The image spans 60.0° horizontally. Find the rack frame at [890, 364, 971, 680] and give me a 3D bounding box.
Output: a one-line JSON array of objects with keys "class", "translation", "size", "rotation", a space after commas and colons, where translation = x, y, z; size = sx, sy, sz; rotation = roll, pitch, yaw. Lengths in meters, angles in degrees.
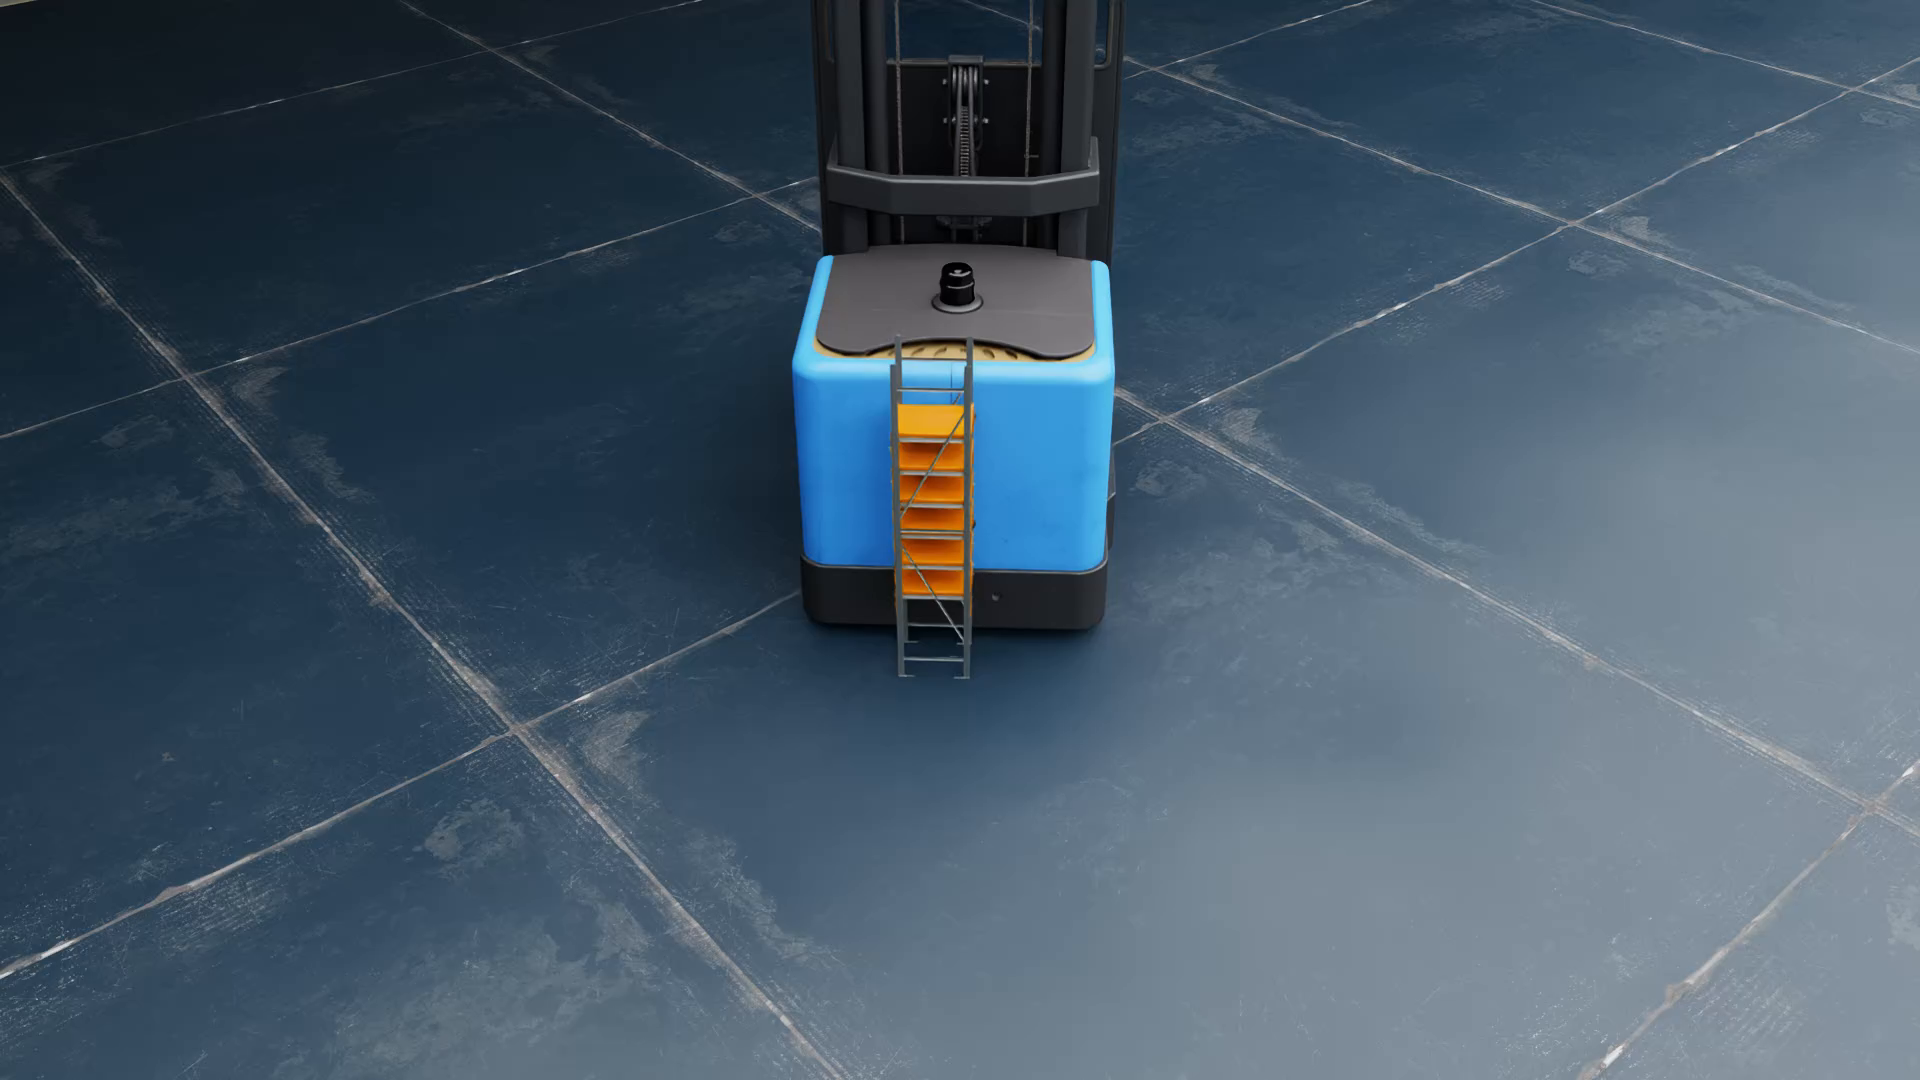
[{"class": "rack frame", "translation": [-0.087, -0.025, 5.247], "size": [0.240, 1.200, 0.006], "rotation": [1, 35, 2]}]

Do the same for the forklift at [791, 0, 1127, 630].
[{"class": "forklift", "translation": [0.040, -1.714, 6.134], "size": [1.130, 2.935, 3.031], "rotation": [1, 35, 2]}]

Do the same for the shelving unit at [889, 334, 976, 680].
[{"class": "shelving unit", "translation": [-0.083, -0.078, 5.322], "size": [0.258, 1.200, 0.189], "rotation": [1, 35, 2]}]

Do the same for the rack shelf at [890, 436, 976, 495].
[{"class": "rack shelf", "translation": [-0.083, -0.238, 5.209], "size": [0.258, 0.103, 0.180], "rotation": [1, 35, 2]}]

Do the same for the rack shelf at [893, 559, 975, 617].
[{"class": "rack shelf", "translation": [-0.083, 0.154, 5.486], "size": [0.258, 0.103, 0.180], "rotation": [1, 35, 2]}]

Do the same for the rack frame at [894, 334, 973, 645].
[{"class": "rack frame", "translation": [-0.079, -0.131, 5.397], "size": [0.240, 1.200, 0.006], "rotation": [1, 35, 2]}]

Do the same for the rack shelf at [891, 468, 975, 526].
[{"class": "rack shelf", "translation": [-0.083, -0.140, 5.278], "size": [0.258, 0.103, 0.180], "rotation": [1, 35, 2]}]

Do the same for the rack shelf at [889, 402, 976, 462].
[{"class": "rack shelf", "translation": [-0.083, -0.335, 5.140], "size": [0.258, 0.103, 0.180], "rotation": [1, 35, 2]}]

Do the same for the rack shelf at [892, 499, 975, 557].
[{"class": "rack shelf", "translation": [-0.083, -0.042, 5.348], "size": [0.258, 0.103, 0.180], "rotation": [1, 35, 2]}]

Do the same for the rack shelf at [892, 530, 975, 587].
[{"class": "rack shelf", "translation": [-0.083, 0.056, 5.417], "size": [0.258, 0.103, 0.180], "rotation": [1, 35, 2]}]
